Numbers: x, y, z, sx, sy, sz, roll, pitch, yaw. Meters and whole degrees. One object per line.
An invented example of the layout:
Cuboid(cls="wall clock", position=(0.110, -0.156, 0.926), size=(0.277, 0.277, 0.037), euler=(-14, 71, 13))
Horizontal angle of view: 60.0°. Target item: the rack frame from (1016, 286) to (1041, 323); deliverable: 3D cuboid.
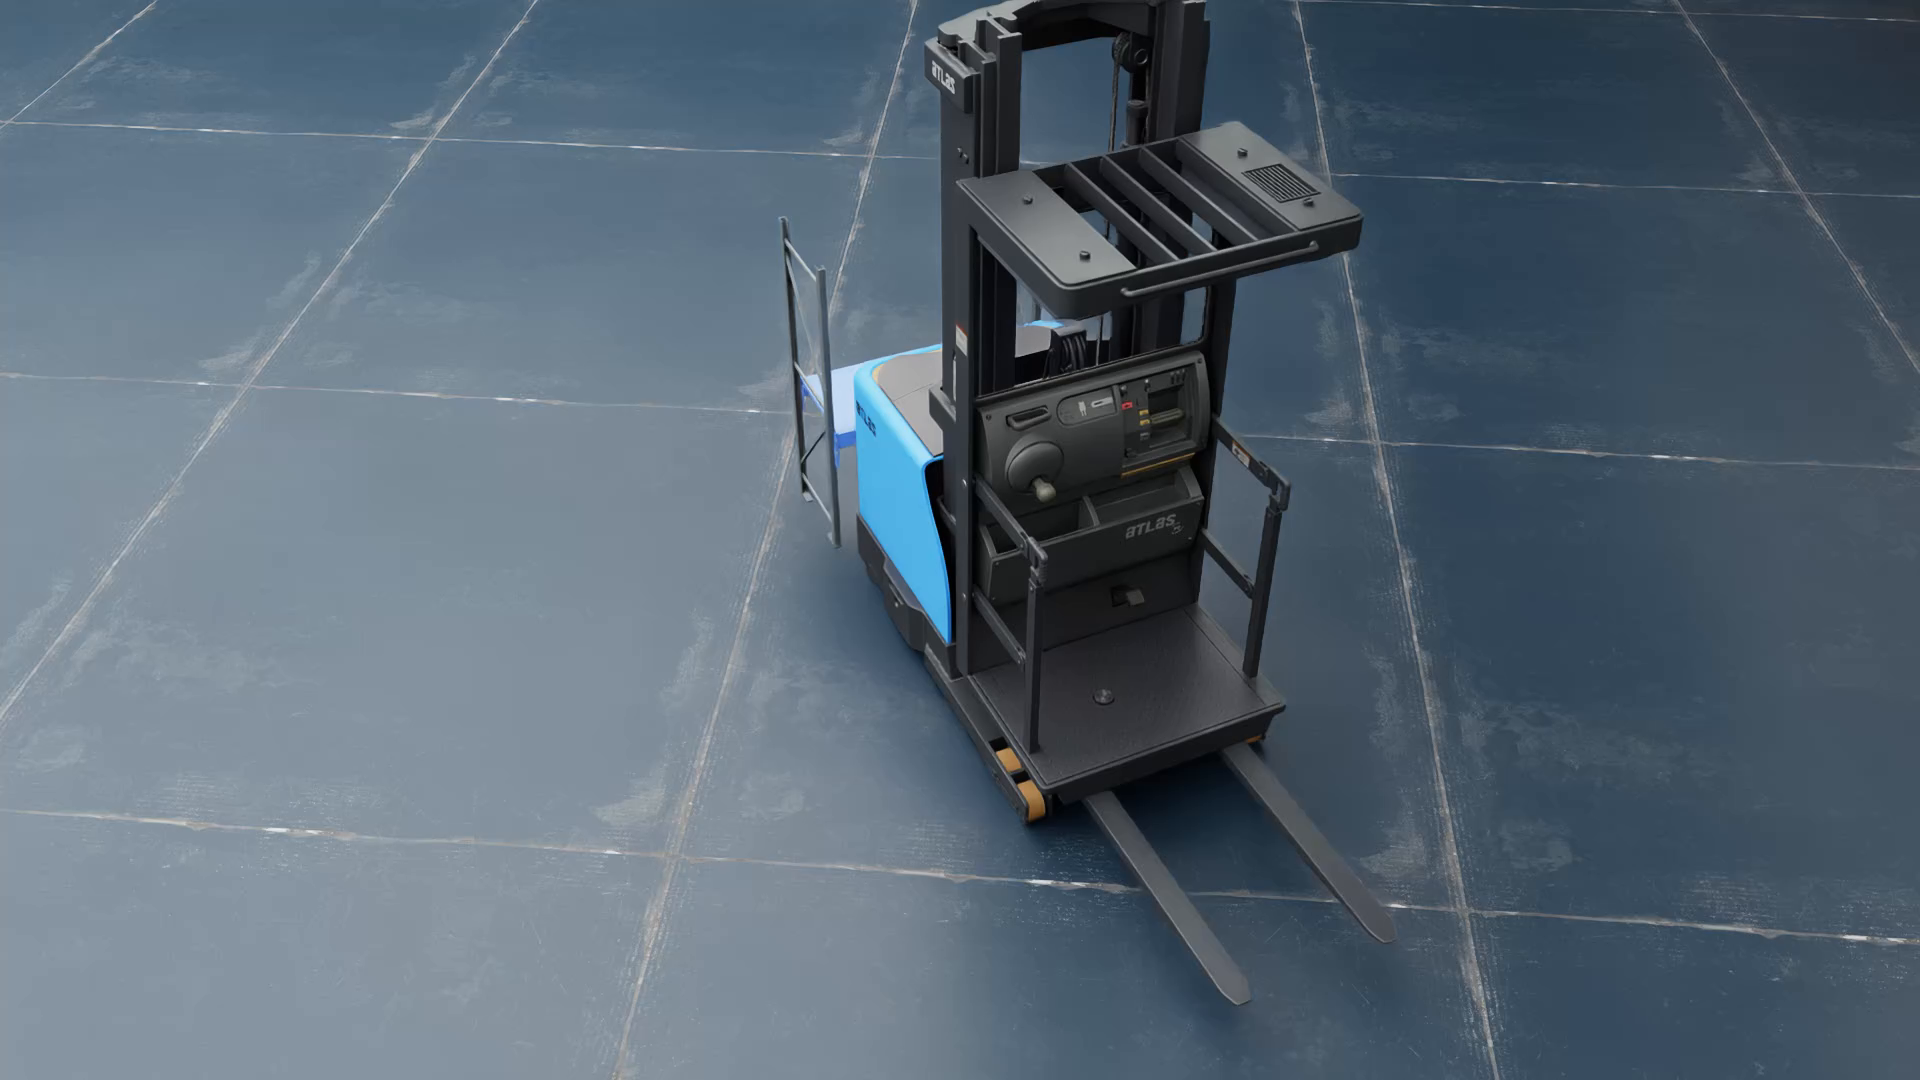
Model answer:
Cuboid(cls="rack frame", position=(0.250, -0.951, 7.900), size=(0.032, 1.500, 0.500), euler=(-16, 42, -18))

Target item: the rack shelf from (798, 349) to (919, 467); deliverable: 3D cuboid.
Cuboid(cls="rack shelf", position=(-0.214, -0.680, 7.853), size=(1.000, 0.185, 0.538), euler=(-16, 42, -18))

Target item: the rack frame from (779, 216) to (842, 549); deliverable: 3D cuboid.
Cuboid(cls="rack frame", position=(-0.678, -0.689, 7.579), size=(0.032, 1.500, 0.500), euler=(-16, 42, -18))

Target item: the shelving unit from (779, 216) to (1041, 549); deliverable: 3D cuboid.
Cuboid(cls="shelving unit", position=(-0.214, -0.820, 7.740), size=(1.048, 1.500, 0.538), euler=(-16, 42, -18))

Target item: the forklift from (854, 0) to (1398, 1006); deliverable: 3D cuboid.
Cuboid(cls="forklift", position=(0.604, -0.341, 6.018), size=(1.130, 2.935, 3.031), euler=(-16, 42, -19))
